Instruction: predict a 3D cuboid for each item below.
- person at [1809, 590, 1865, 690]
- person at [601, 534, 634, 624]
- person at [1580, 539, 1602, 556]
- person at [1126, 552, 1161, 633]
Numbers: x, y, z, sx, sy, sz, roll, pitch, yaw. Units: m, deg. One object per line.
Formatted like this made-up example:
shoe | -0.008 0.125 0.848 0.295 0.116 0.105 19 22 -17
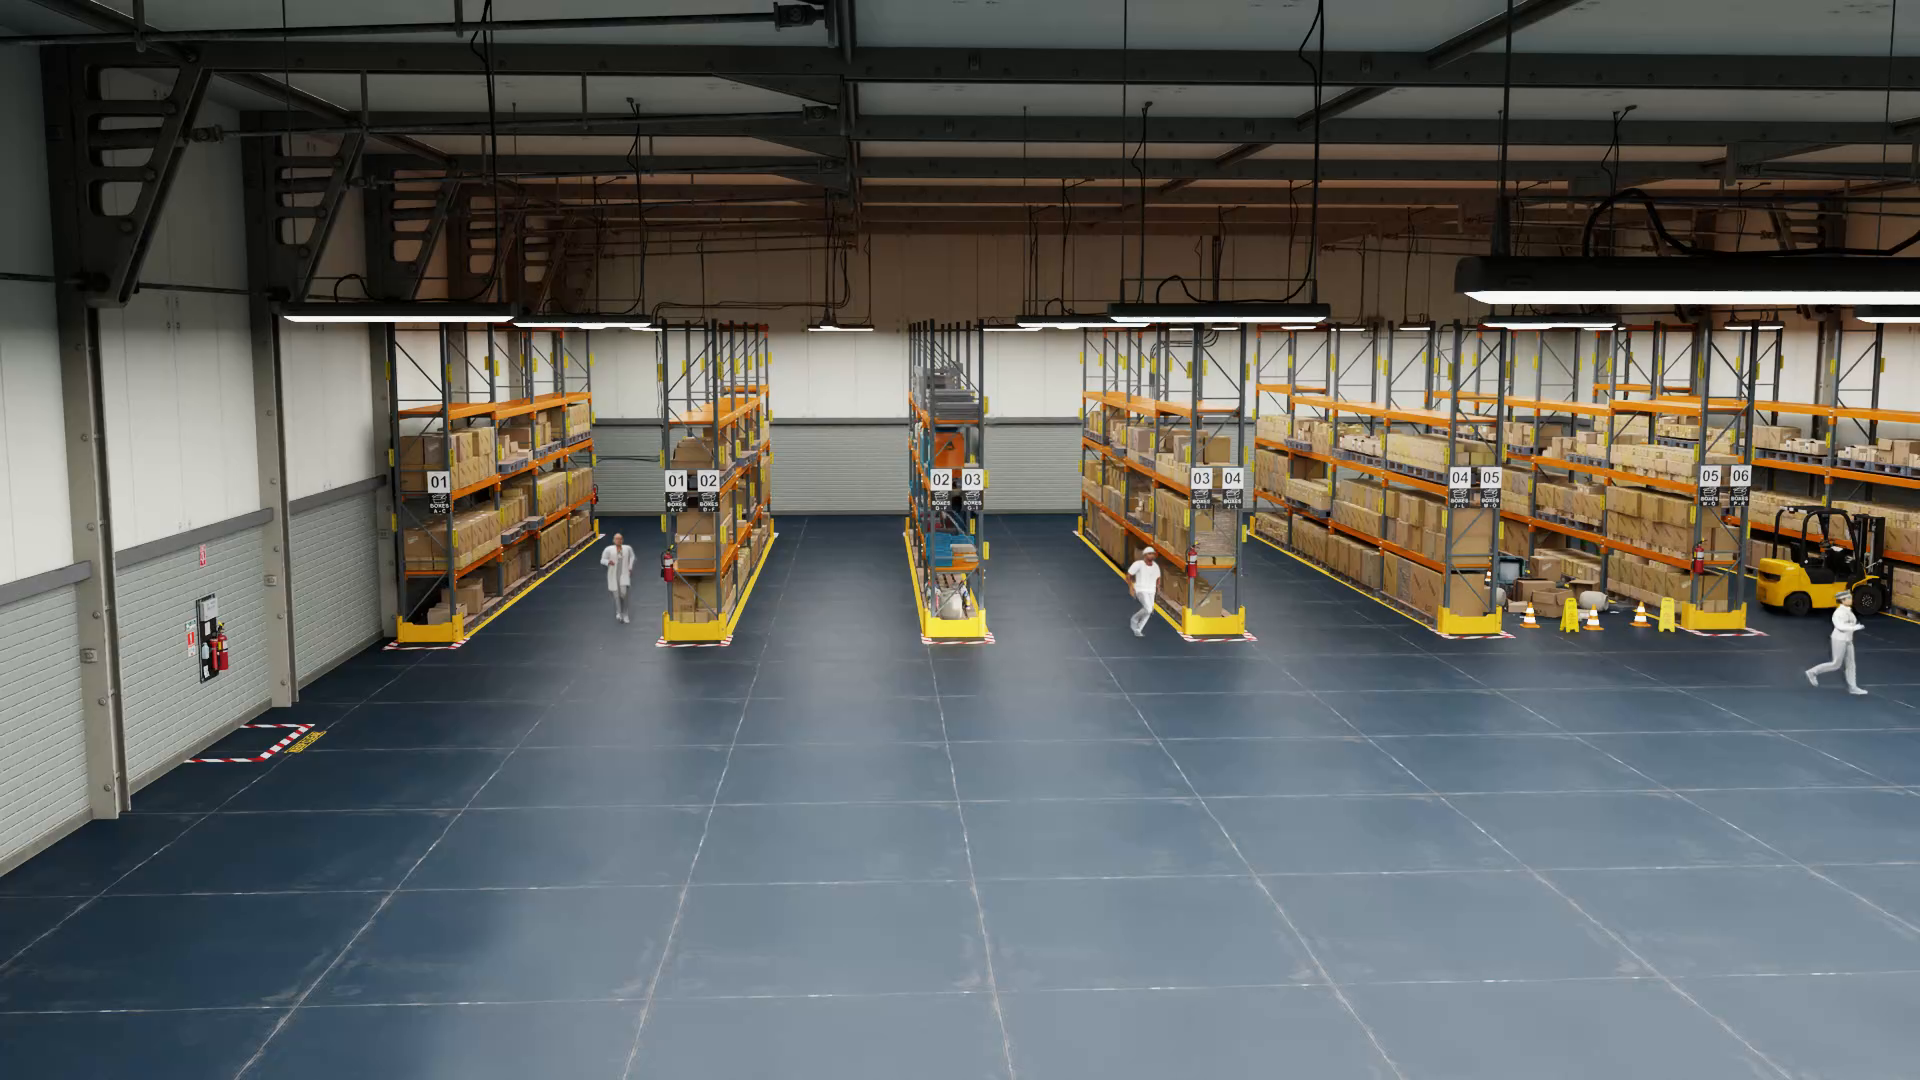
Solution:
person | 14.002 1.576 26.489 0.755 1.619 0.616 7 10 43
person | -6.809 0.822 33.099 0.660 1.745 0.807 -2 7 -13
person | 15.852 -0.339 41.587 0.621 1.629 0.915 0 7 -2
person | 3.562 0.976 31.522 0.692 1.606 0.534 -4 8 -28
